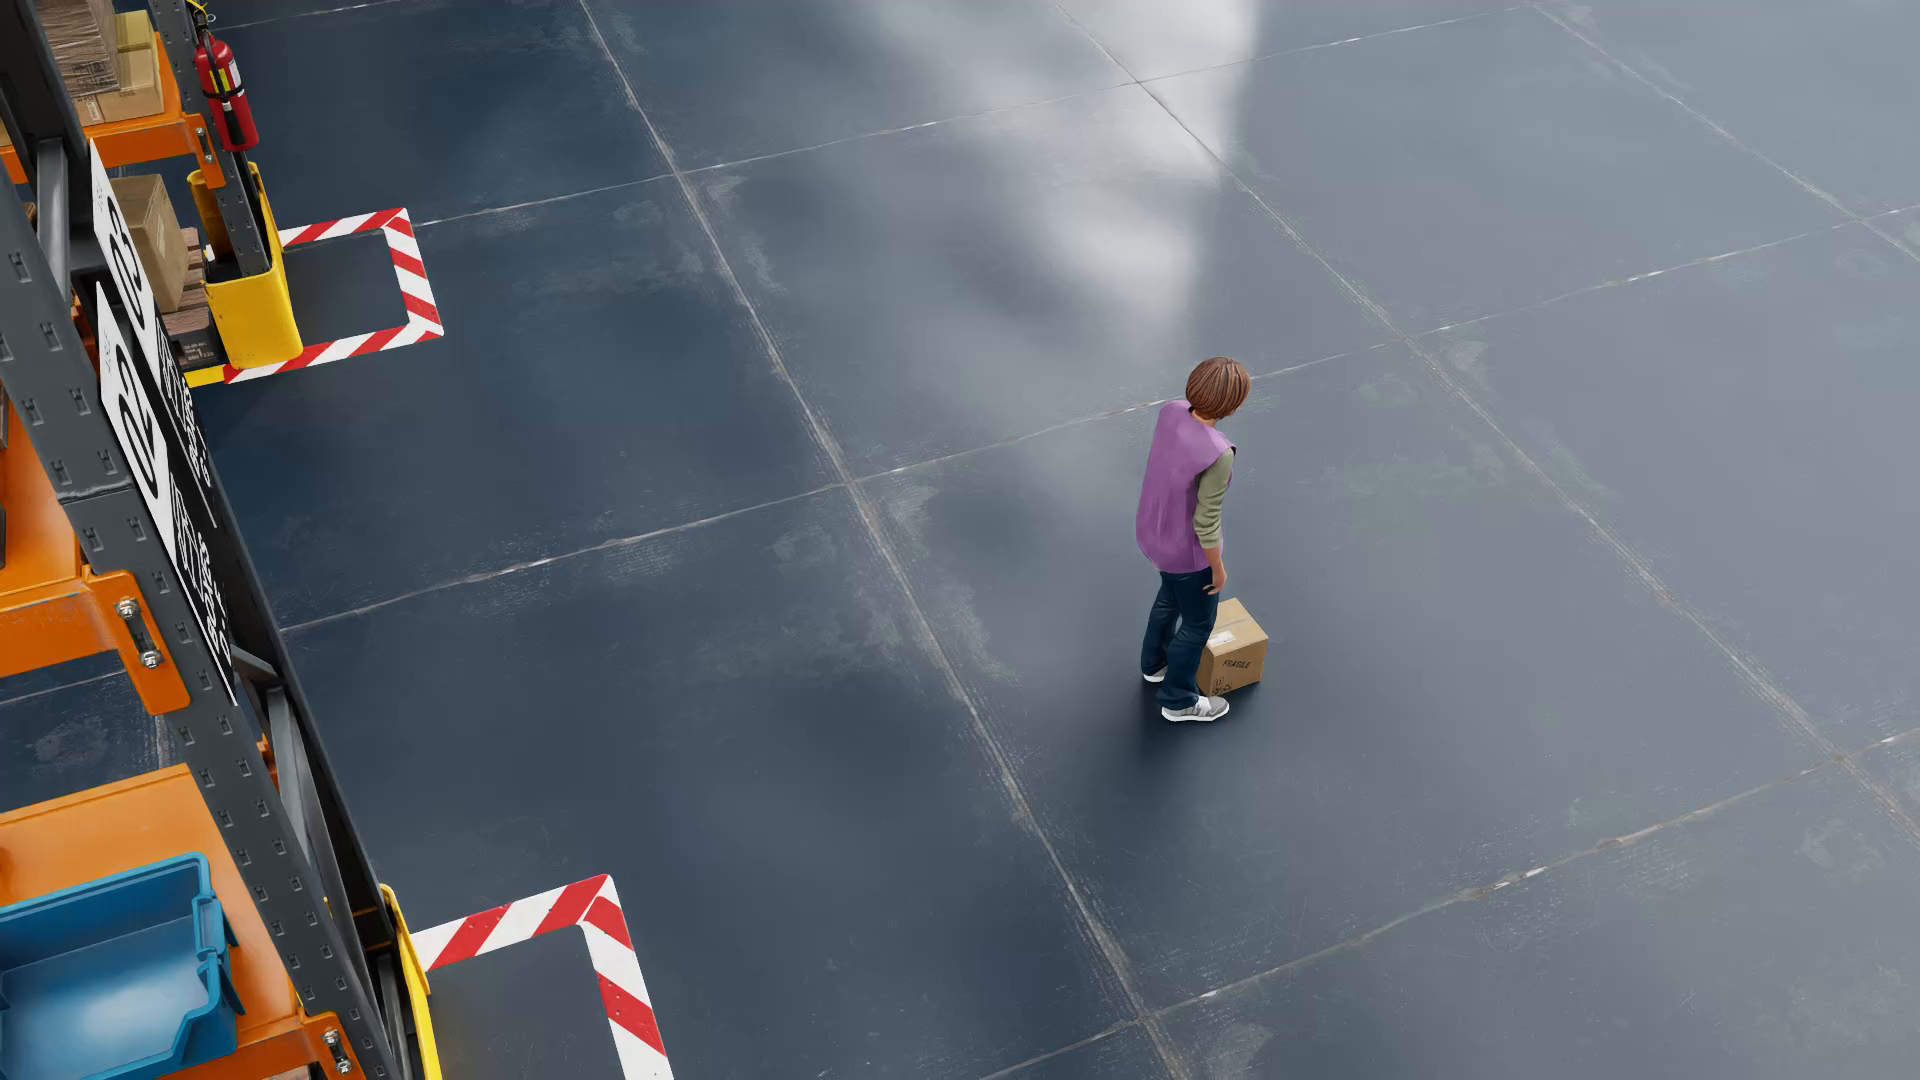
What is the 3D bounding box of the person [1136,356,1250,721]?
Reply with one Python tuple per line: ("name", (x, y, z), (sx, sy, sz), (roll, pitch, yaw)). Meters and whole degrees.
("person", (0.848, 0.005, 6.164), (0.372, 1.591, 0.459), (-16, 45, -17))
